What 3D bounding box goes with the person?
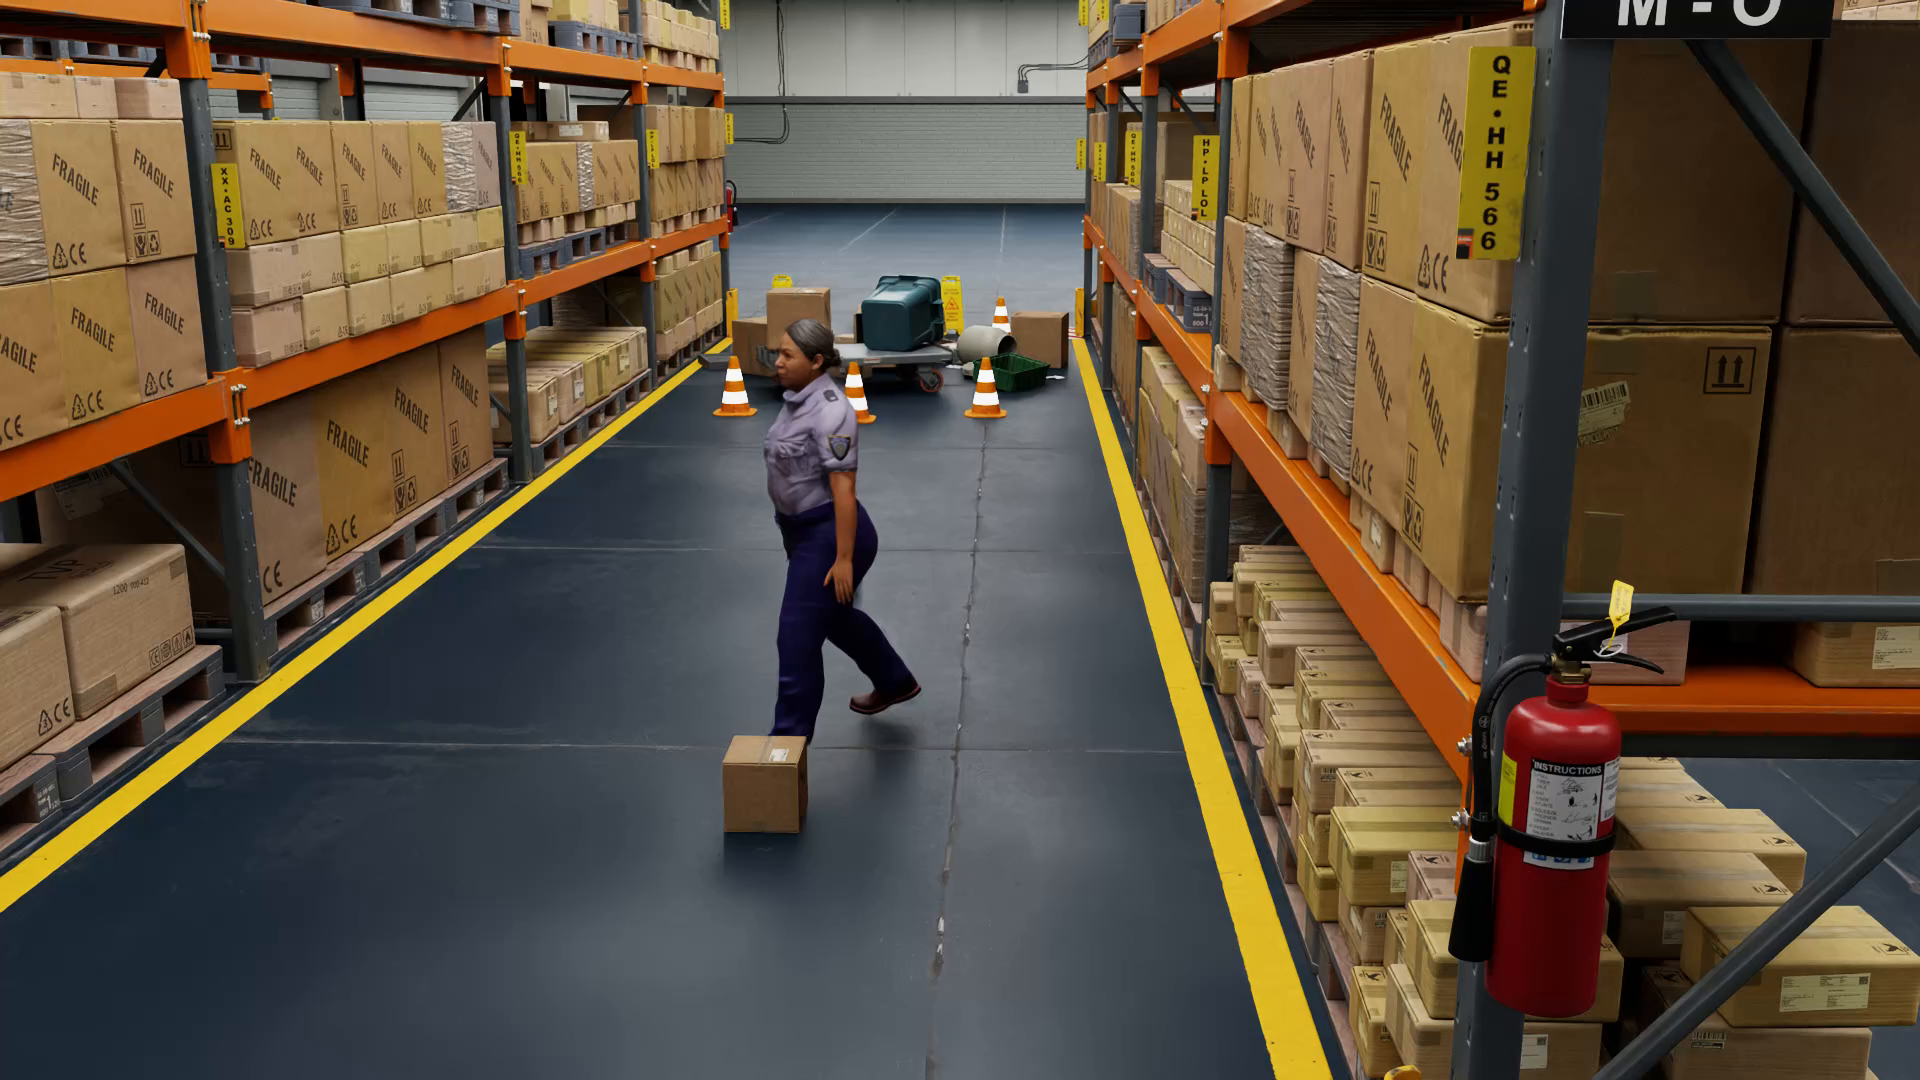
[{"bbox_3d":[-0.483,0.001,6.052,0.859,1.601,0.659,-6,15,-23],"label":"person"}]
